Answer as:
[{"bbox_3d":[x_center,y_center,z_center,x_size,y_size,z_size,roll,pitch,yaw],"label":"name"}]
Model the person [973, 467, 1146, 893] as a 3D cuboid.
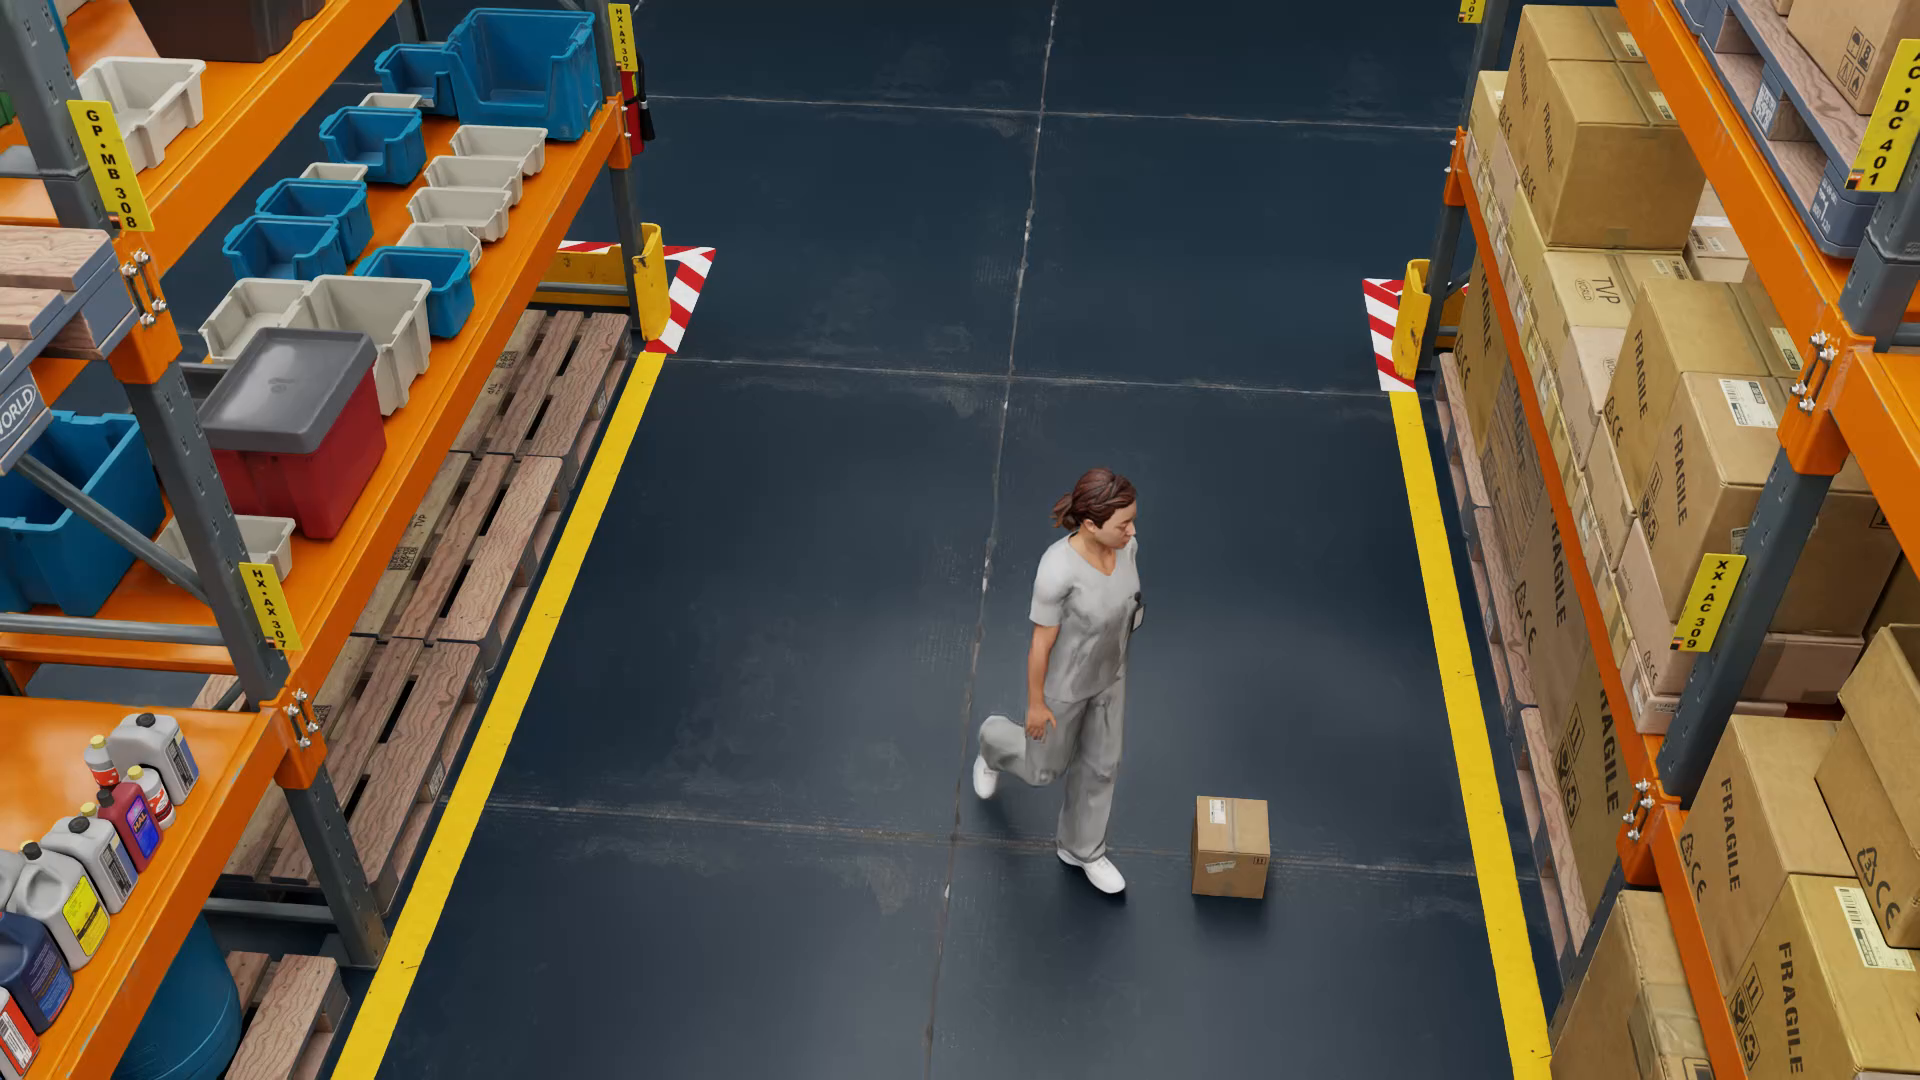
[{"bbox_3d":[0.361,0.432,5.635,0.513,1.661,0.767,-27,47,-28],"label":"person"}]
